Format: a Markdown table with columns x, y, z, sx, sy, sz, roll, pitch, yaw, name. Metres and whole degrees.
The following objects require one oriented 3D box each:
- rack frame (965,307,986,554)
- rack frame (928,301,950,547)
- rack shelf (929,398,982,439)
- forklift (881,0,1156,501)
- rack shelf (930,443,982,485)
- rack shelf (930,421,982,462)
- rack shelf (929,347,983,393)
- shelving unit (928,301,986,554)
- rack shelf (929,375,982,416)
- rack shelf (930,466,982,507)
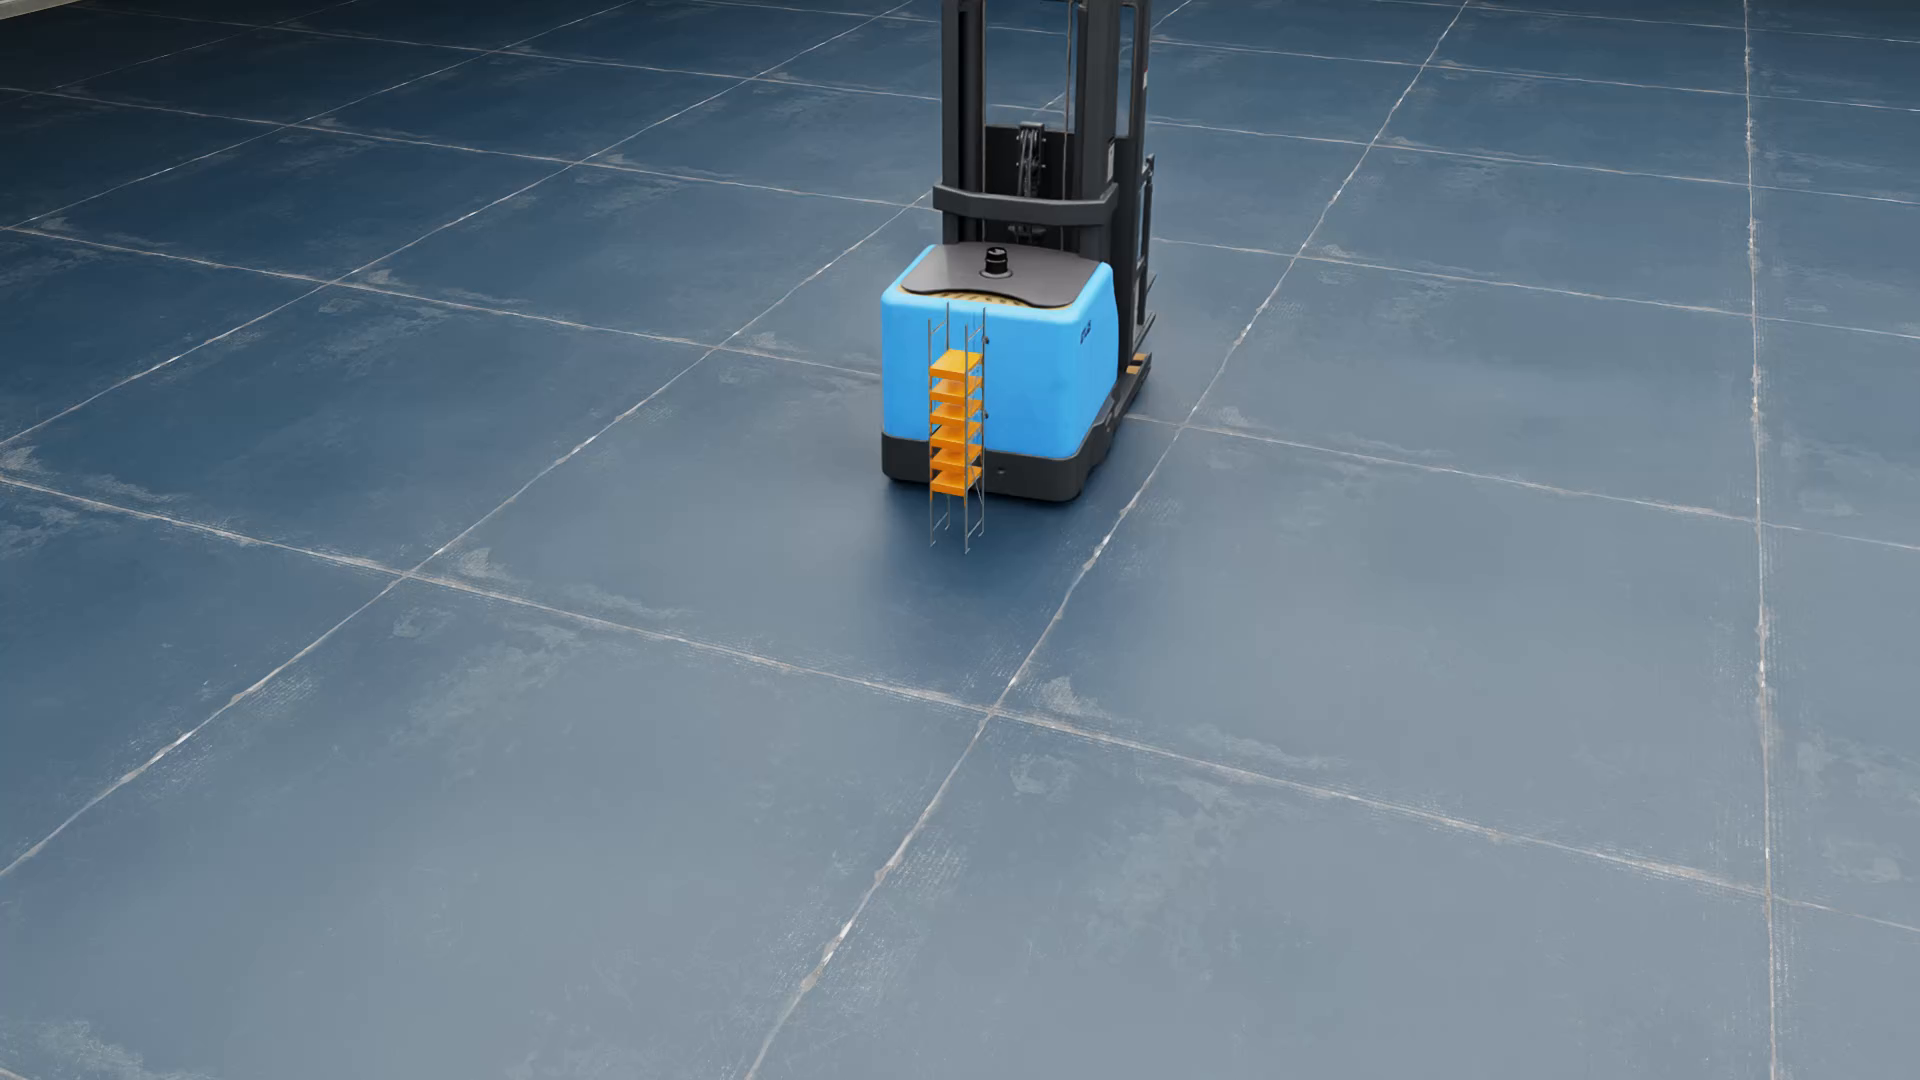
| x | y | z | sx | sy | sz | roll | pitch | yaw | name |
| --- | --- | --- | --- | --- | --- | --- | --- | --- | --- |
| 0.071 | -0.508 | 7.930 | 0.006 | 1.200 | 0.240 | 11 | 31 | 19 | rack frame |
| -0.098 | -0.542 | 7.989 | 0.006 | 1.200 | 0.240 | 11 | 31 | 19 | rack frame |
| -0.013 | -0.591 | 7.922 | 0.180 | 0.103 | 0.258 | 11 | 31 | 19 | rack shelf |
| 0.513 | -2.183 | 9.134 | 1.130 | 2.935 | 3.031 | 9 | 31 | 15 | forklift |
| -0.013 | -0.382 | 8.040 | 0.180 | 0.103 | 0.258 | 11 | 31 | 19 | rack shelf |
| -0.013 | -0.486 | 7.981 | 0.180 | 0.103 | 0.258 | 11 | 31 | 19 | rack shelf |
| -0.013 | -0.800 | 7.804 | 0.180 | 0.103 | 0.258 | 11 | 31 | 19 | rack shelf |
| -0.013 | -0.525 | 7.959 | 0.189 | 1.200 | 0.258 | 11 | 31 | 19 | shelving unit |
| -0.013 | -0.695 | 7.863 | 0.180 | 0.103 | 0.258 | 11 | 31 | 19 | rack shelf |
| -0.013 | -0.277 | 8.099 | 0.180 | 0.103 | 0.258 | 11 | 31 | 19 | rack shelf |
